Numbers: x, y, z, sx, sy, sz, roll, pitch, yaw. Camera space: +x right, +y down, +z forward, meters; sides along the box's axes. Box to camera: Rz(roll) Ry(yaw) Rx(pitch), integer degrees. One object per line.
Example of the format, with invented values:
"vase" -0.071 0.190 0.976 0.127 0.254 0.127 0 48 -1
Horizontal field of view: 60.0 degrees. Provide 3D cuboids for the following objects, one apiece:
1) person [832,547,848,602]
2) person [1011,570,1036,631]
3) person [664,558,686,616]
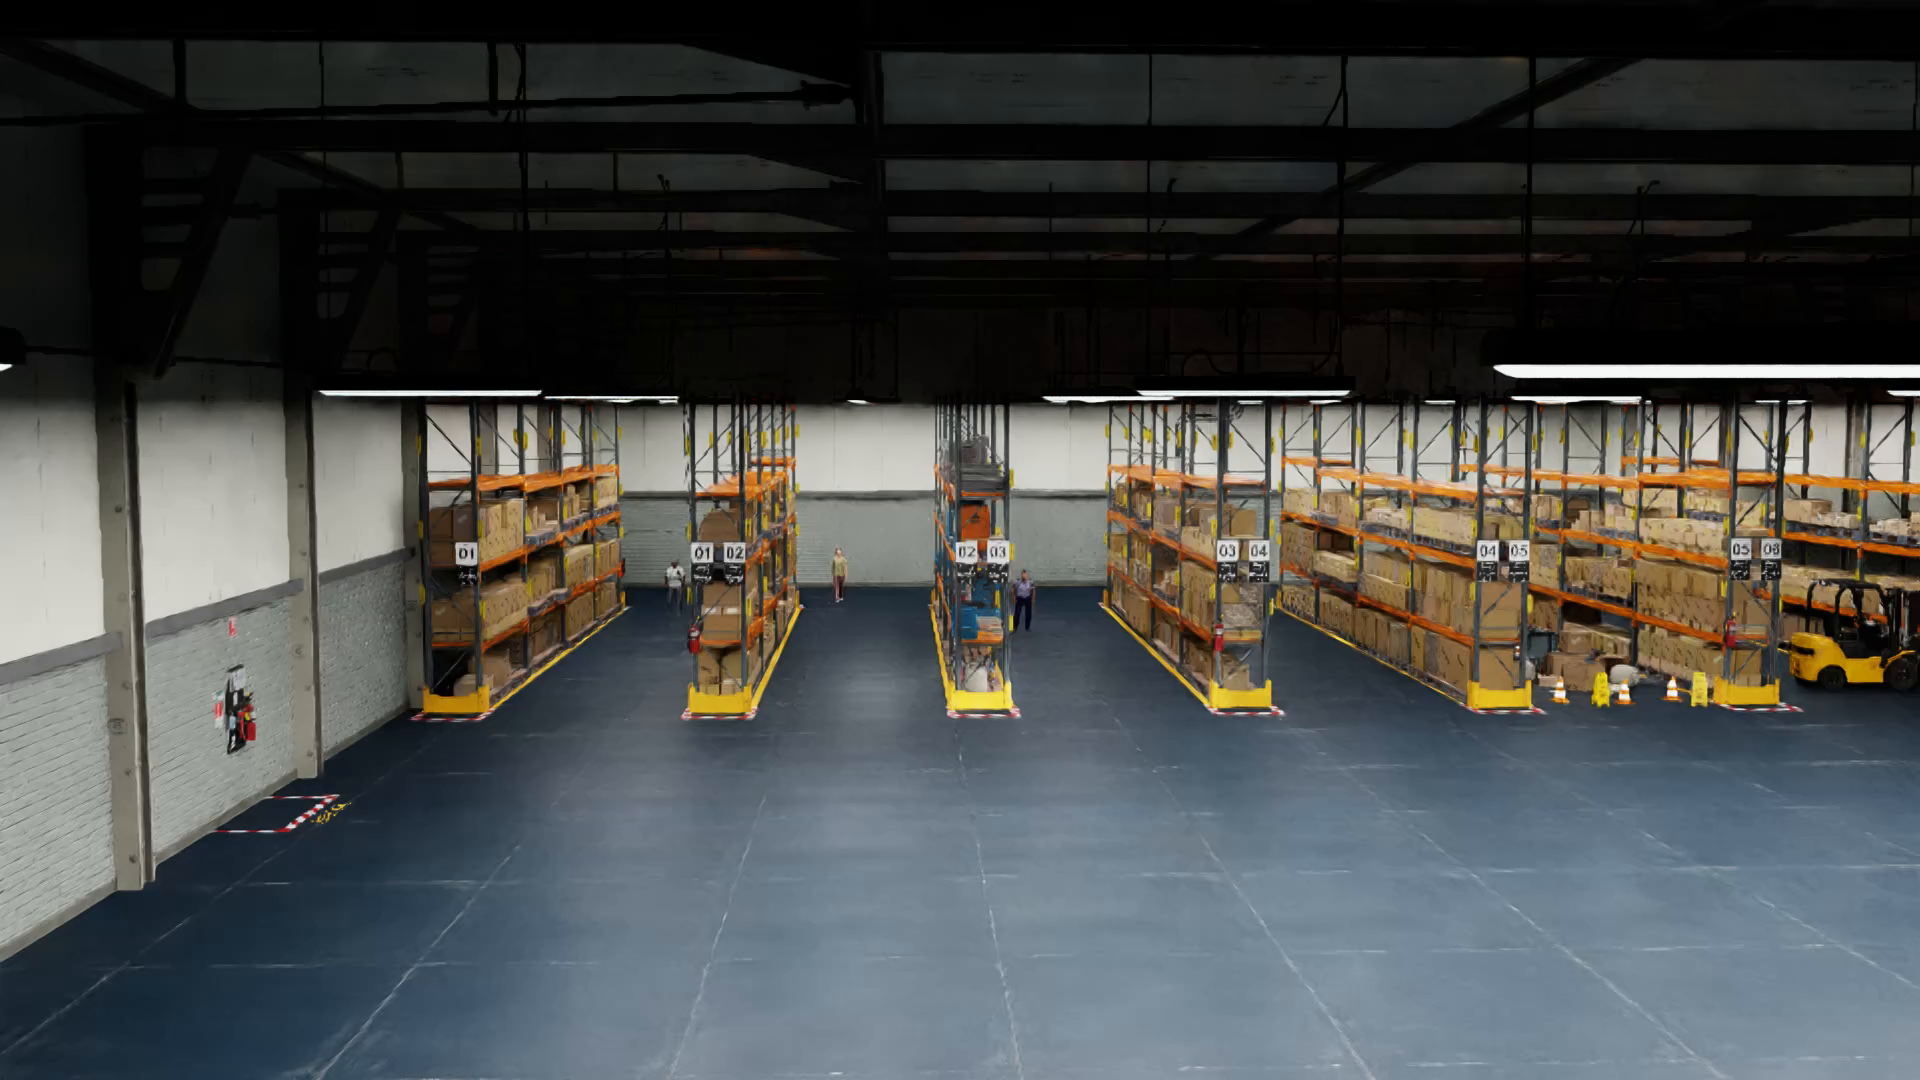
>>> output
"person" -3.531 1.001 48.855 0.458 1.612 1.019 0 5 -3
"person" 1.613 1.547 42.393 0.625 1.581 0.510 0 5 -4
"person" -7.797 1.274 45.503 0.592 1.629 0.526 0 5 -4
